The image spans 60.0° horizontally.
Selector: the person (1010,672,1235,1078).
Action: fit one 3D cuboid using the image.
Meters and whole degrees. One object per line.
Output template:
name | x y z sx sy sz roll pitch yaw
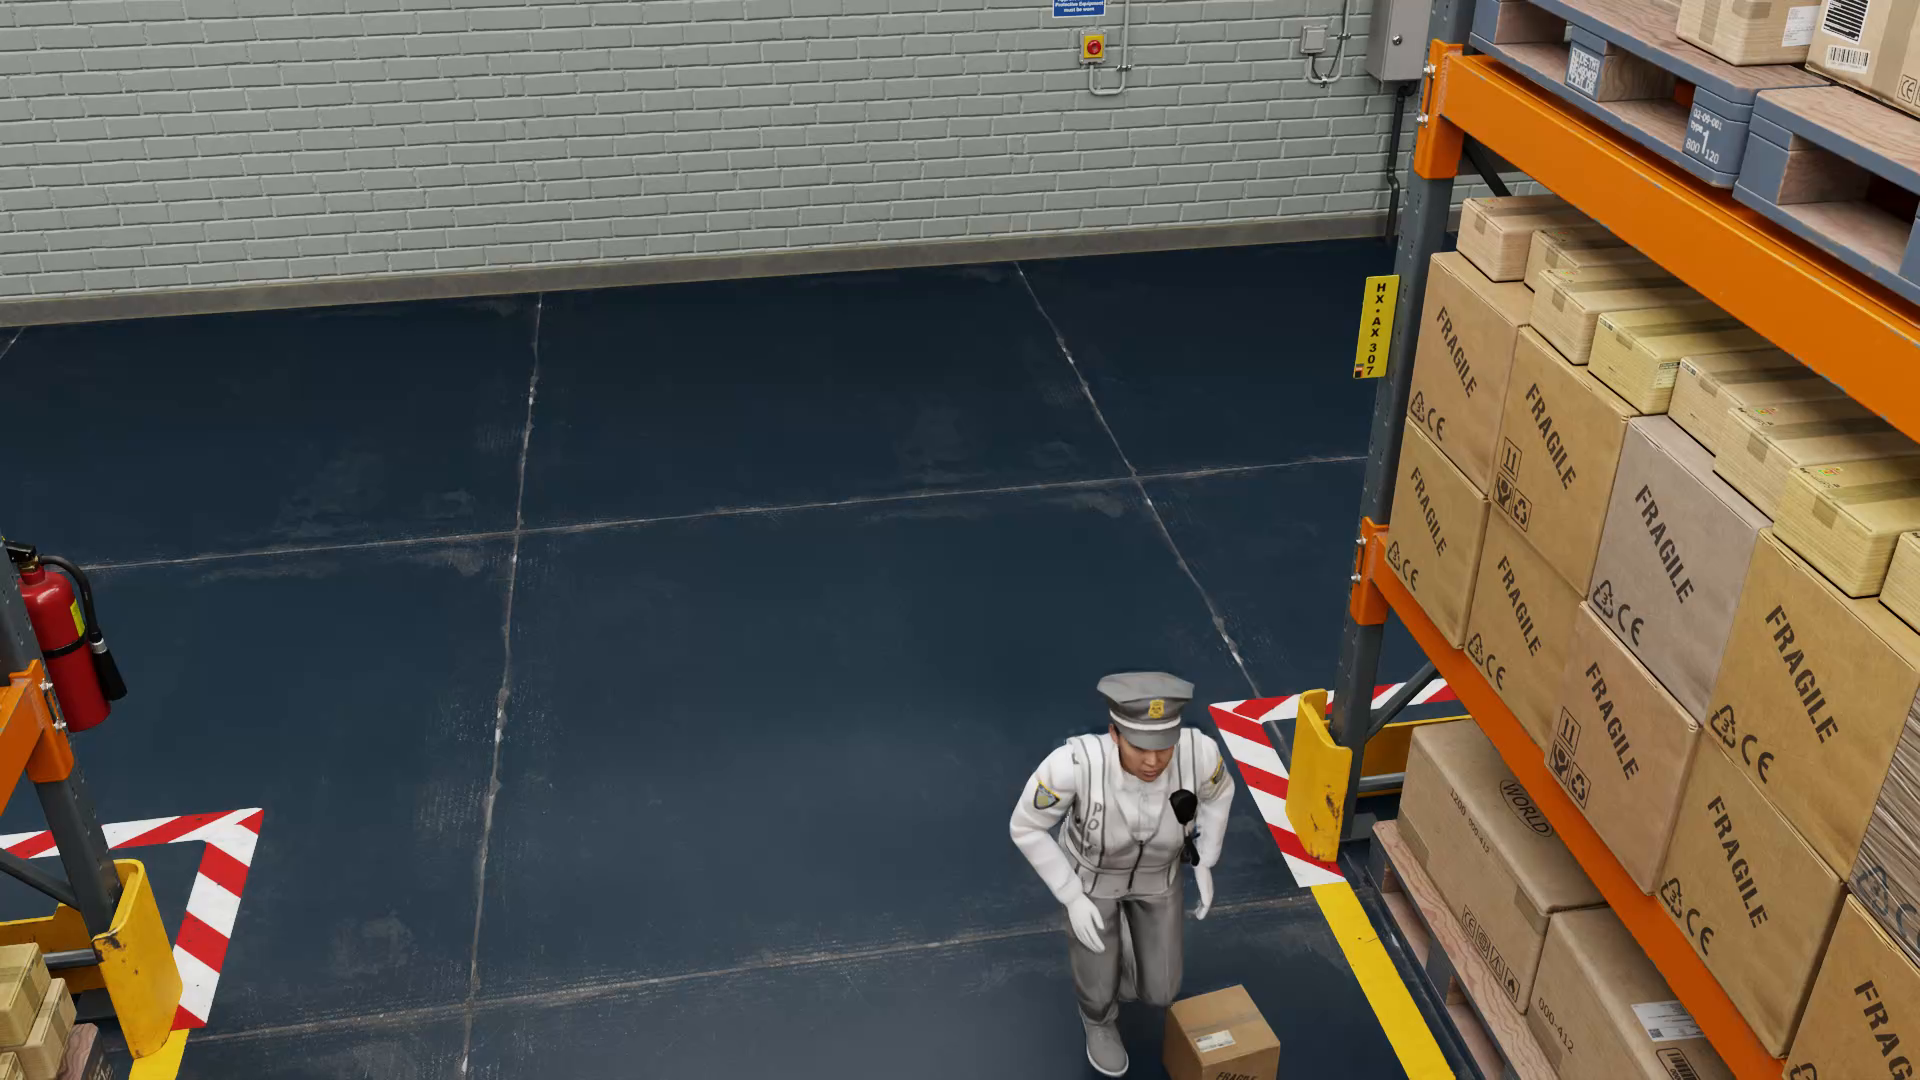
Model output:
person | 0.438 0.915 4.685 0.640 1.589 0.667 -4 31 -7
